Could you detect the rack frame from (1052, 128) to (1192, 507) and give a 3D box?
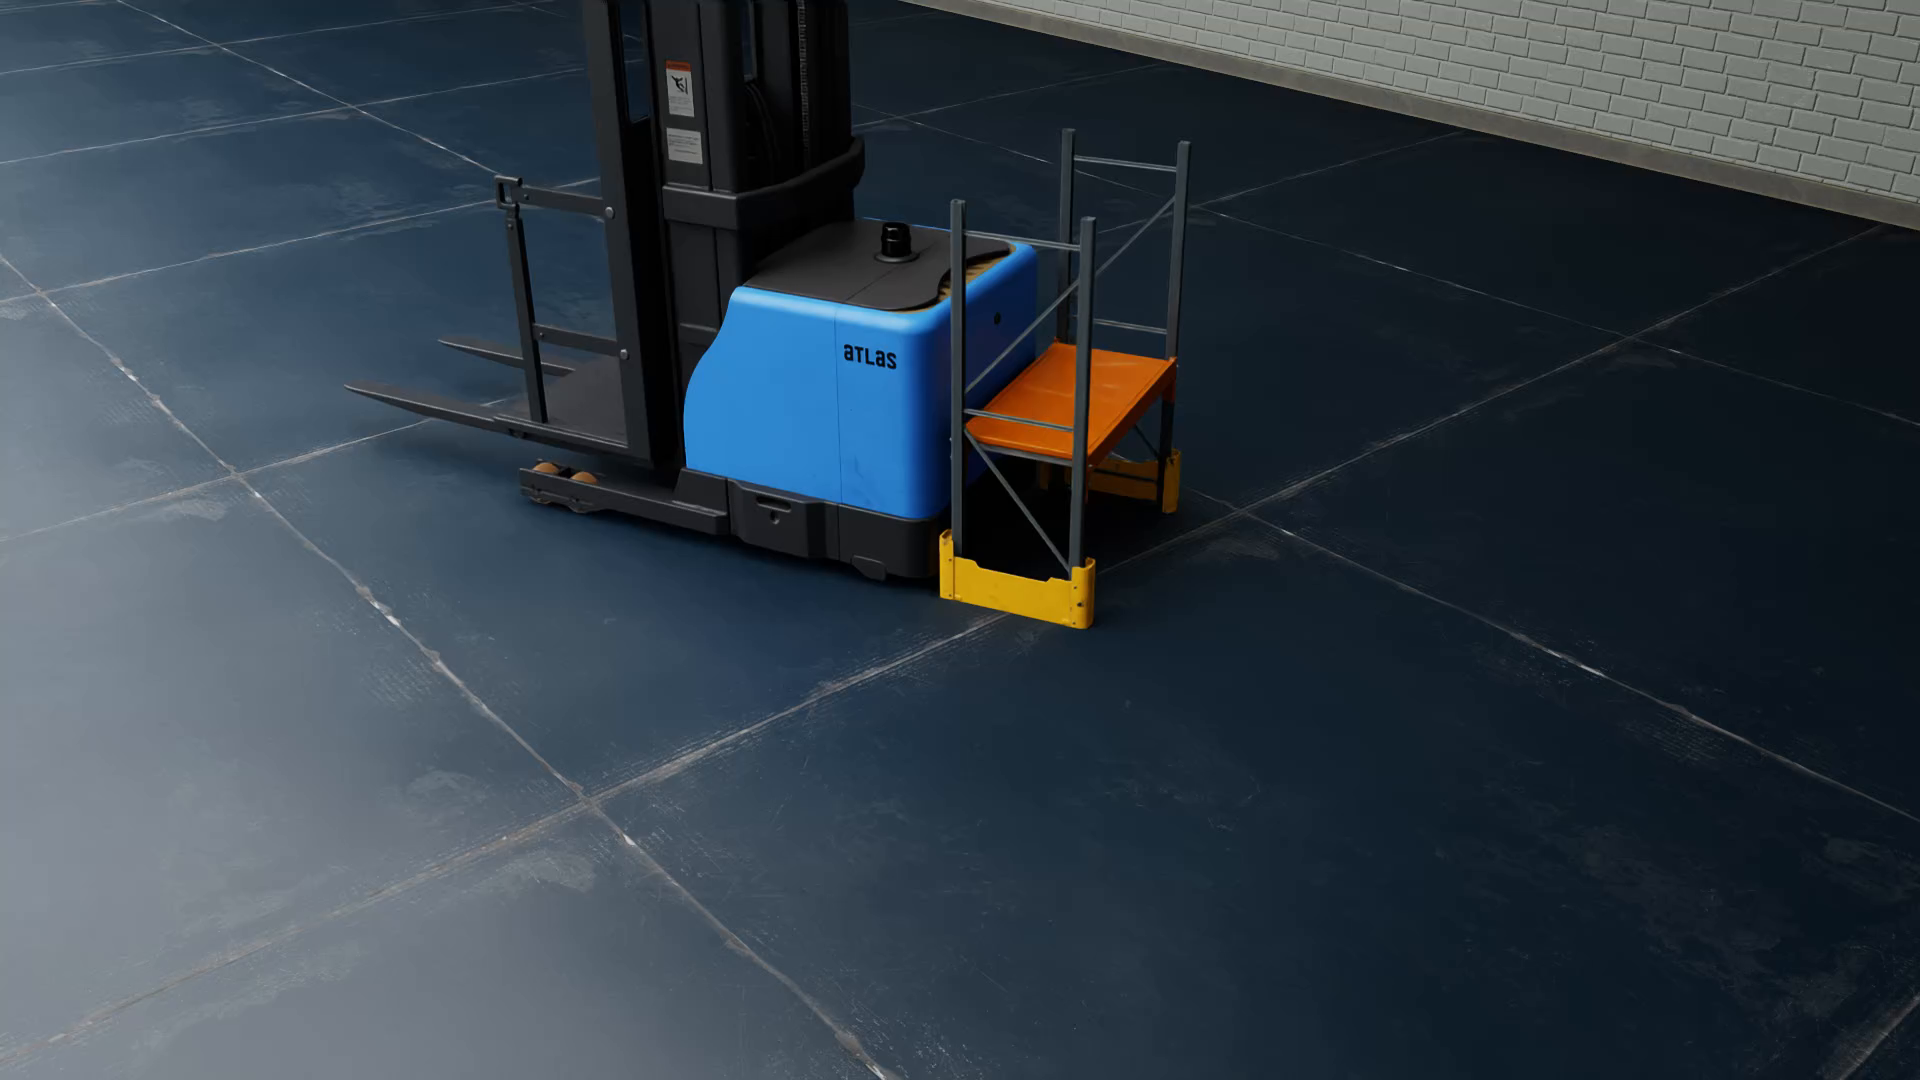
[{"bbox_3d":[0.621,-0.847,6.564,0.500,1.500,0.032,12,30,21],"label":"rack frame"}]

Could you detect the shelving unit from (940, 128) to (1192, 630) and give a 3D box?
[{"bbox_3d":[0.408,-0.625,6.148,0.587,1.500,1.083,12,30,21],"label":"shelving unit"}]

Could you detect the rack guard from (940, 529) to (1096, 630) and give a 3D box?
[{"bbox_3d":[0.204,0.140,6.042,0.587,0.250,0.087,12,30,21],"label":"rack guard"}]

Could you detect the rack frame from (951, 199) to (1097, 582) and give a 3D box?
[{"bbox_3d":[0.203,-0.410,5.747,0.500,1.500,0.032,12,30,21],"label":"rack frame"}]

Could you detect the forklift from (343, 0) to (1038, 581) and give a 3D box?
[{"bbox_3d":[-1.237,-1.607,6.468,3.031,2.935,1.130,13,31,23],"label":"forklift"}]

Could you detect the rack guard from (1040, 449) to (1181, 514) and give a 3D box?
[{"bbox_3d":[0.613,-0.288,6.843,0.587,0.250,0.087,12,30,21],"label":"rack guard"}]

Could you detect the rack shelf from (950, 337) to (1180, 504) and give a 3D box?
[{"bbox_3d":[0.412,-0.470,6.240,0.538,0.185,1.000,12,30,21],"label":"rack shelf"}]
